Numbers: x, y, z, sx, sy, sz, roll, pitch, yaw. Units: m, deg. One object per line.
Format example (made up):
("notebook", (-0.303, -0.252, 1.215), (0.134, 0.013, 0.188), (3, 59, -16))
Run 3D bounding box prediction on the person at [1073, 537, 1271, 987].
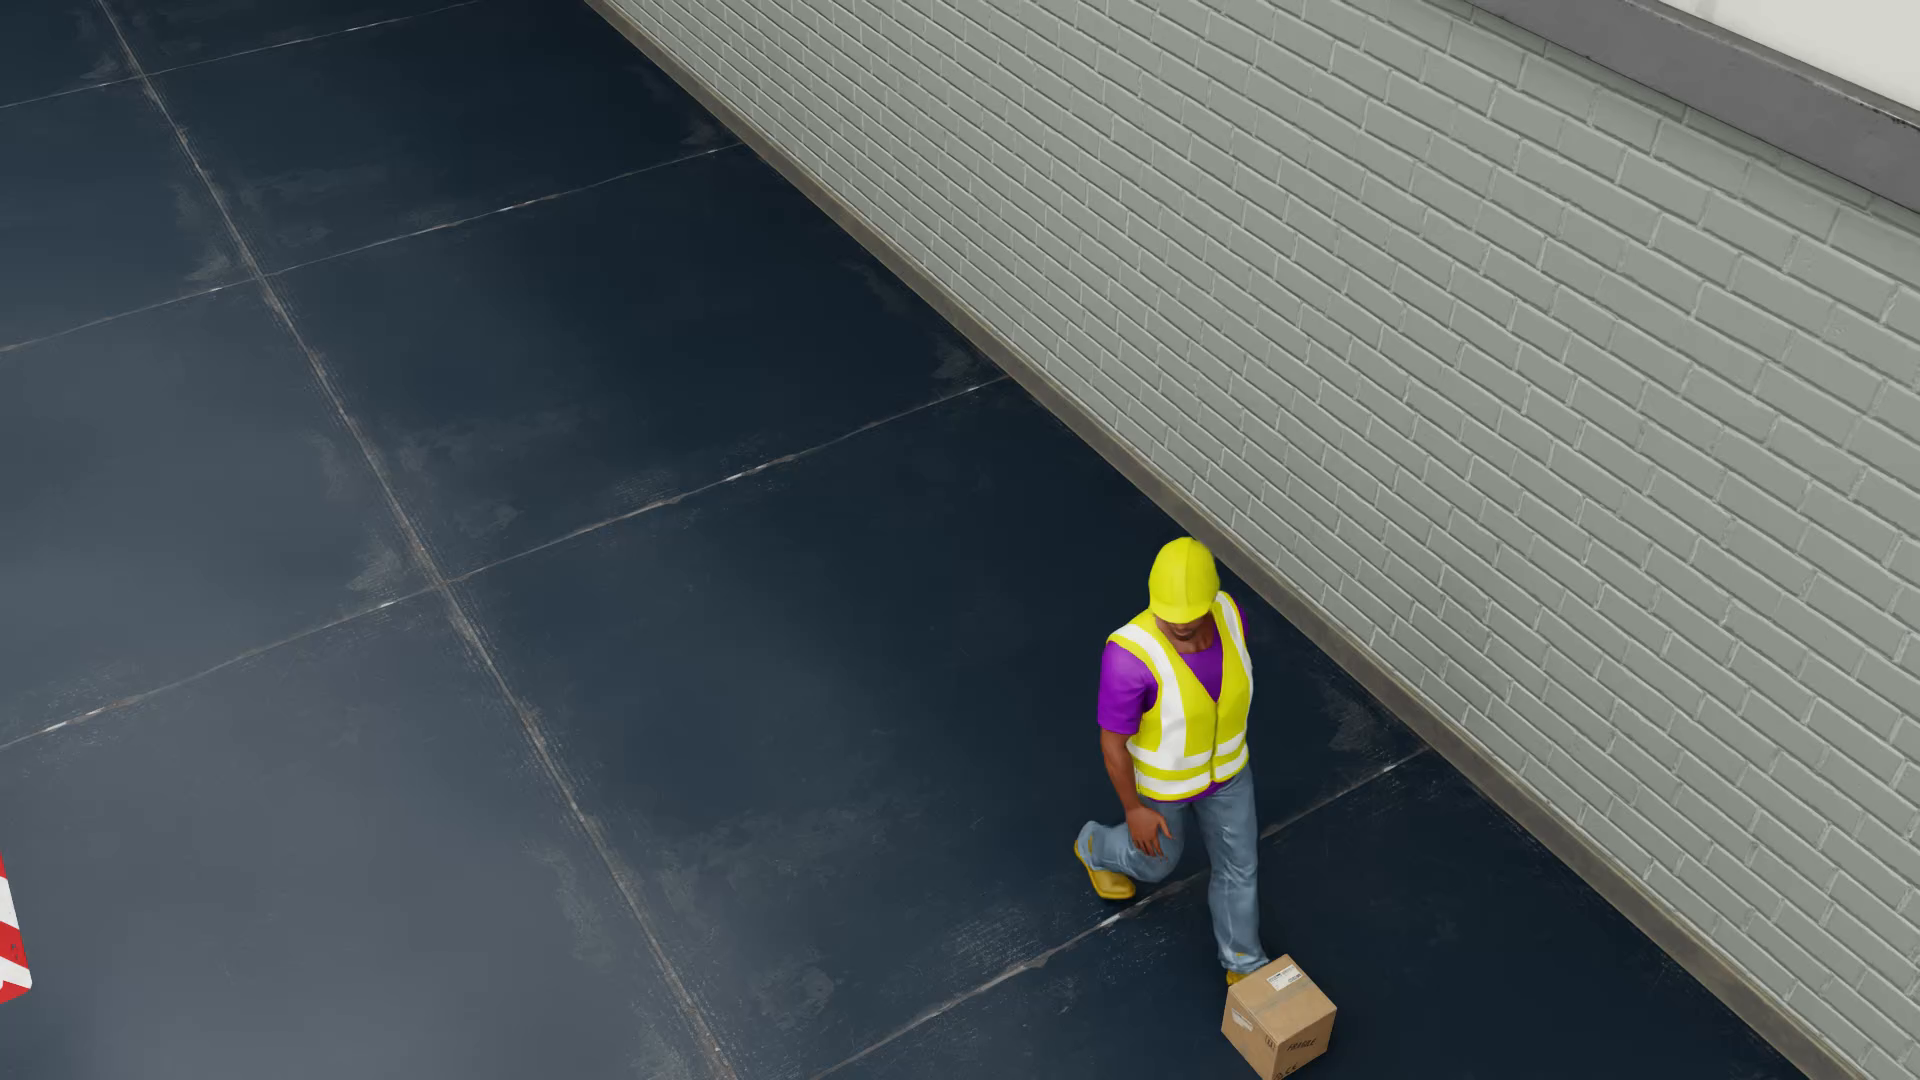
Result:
("person", (0.757, 0.767, 5.276), (0.596, 1.716, 0.969), (-20, 45, -22))
